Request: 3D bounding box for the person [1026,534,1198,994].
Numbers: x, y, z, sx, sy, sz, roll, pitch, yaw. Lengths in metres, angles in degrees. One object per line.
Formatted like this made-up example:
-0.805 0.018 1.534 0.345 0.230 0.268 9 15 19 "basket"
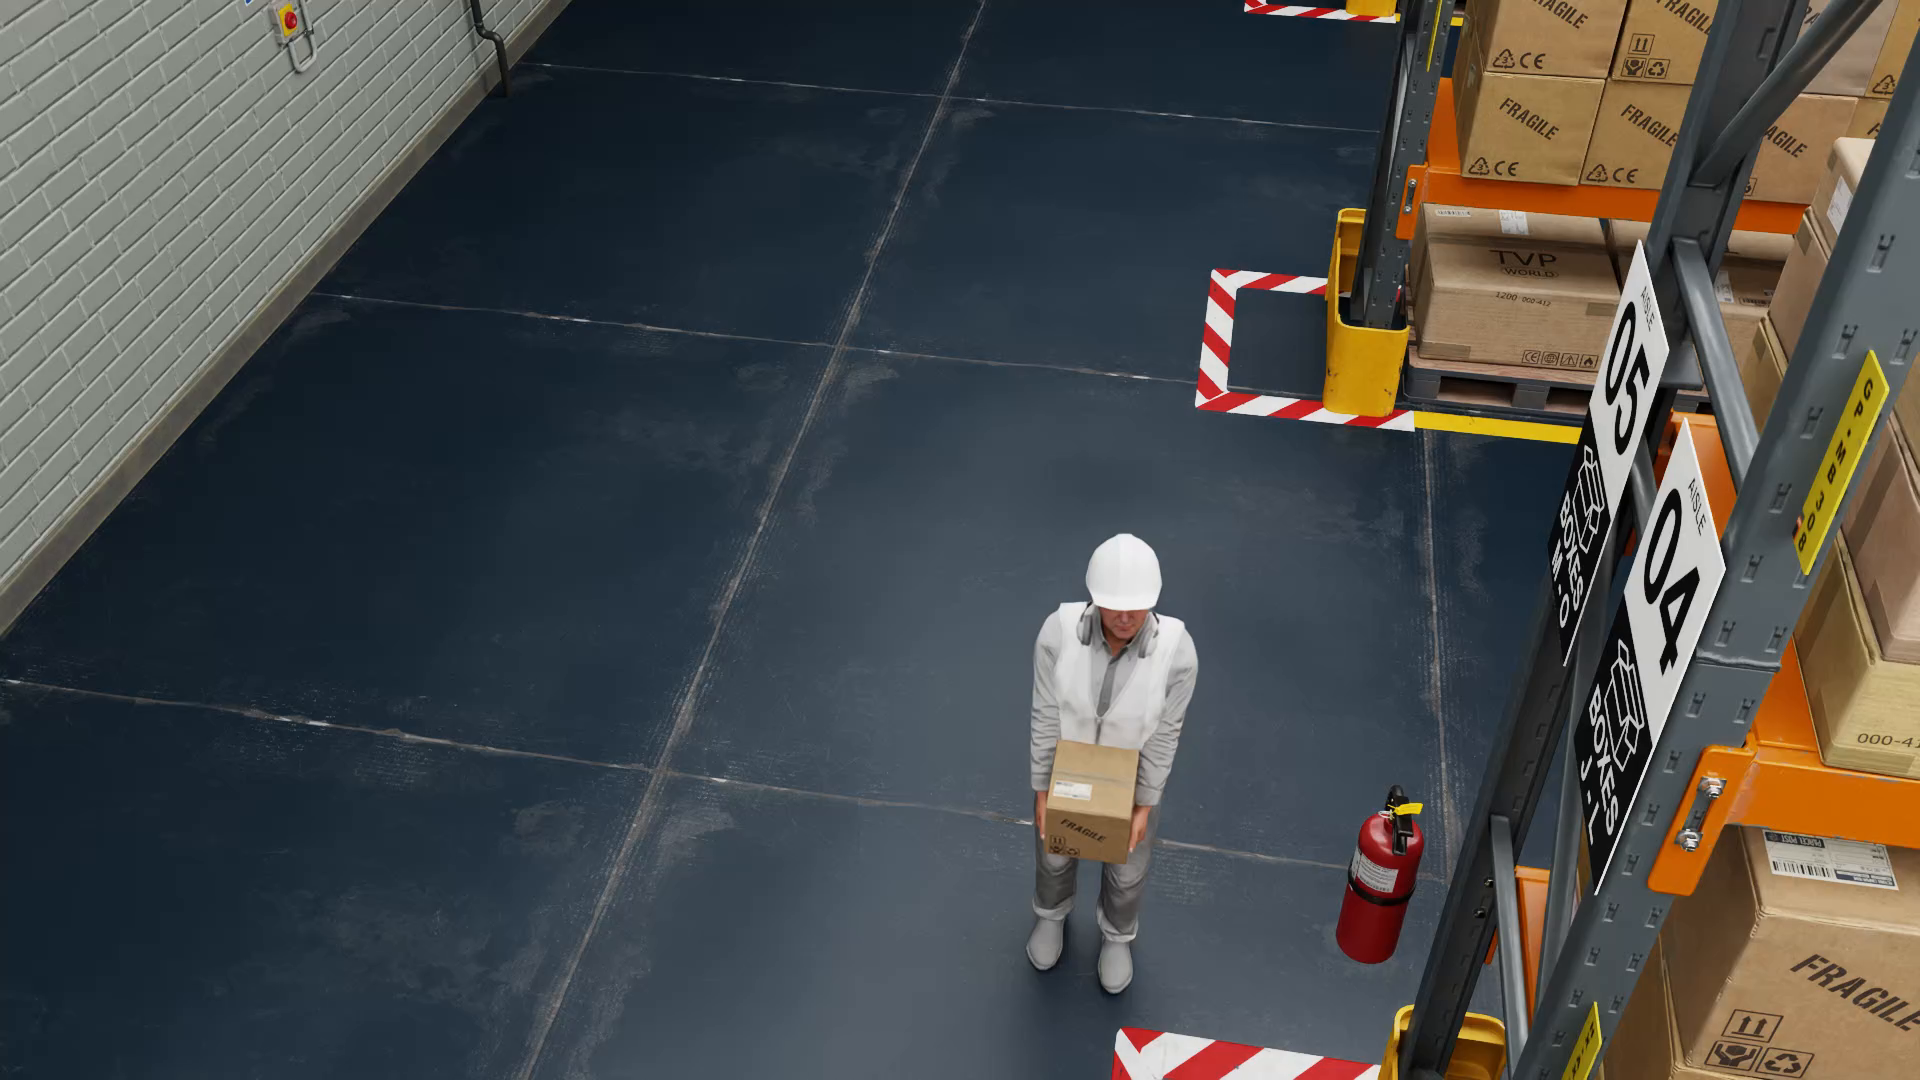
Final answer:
0.449 0.774 5.228 0.495 1.768 0.546 7 41 8 "person"
